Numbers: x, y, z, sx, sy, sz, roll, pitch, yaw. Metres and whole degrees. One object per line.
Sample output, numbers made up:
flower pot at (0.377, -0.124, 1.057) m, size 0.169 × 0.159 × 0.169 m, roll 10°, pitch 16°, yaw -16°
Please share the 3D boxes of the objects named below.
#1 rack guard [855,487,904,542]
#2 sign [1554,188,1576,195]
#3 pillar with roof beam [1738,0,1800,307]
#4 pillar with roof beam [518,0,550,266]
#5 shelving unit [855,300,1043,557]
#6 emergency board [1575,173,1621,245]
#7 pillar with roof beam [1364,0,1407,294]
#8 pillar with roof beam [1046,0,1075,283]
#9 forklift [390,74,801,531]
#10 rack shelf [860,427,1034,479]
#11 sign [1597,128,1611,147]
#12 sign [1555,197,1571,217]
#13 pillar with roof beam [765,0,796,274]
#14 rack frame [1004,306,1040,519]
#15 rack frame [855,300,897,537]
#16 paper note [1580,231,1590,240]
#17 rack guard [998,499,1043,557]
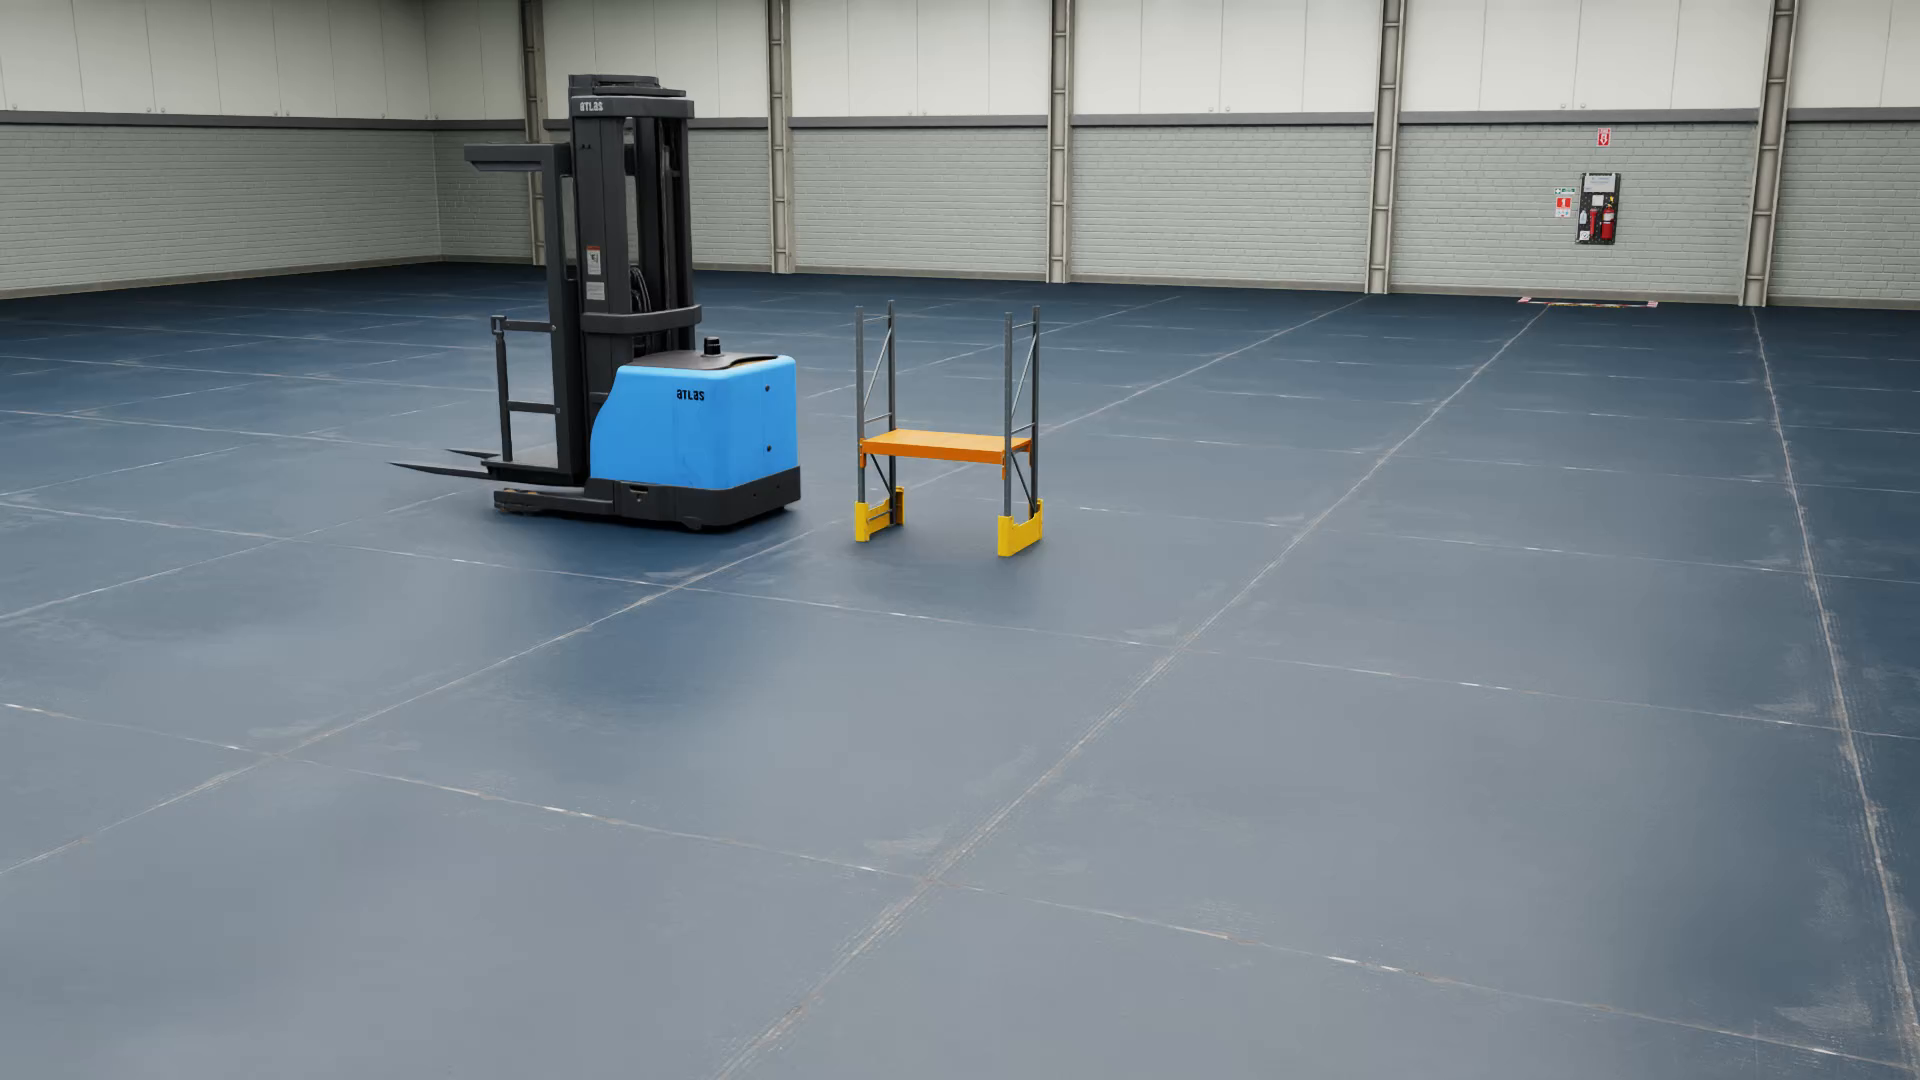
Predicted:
rack guard at (-0.525, -0.175, 10.953) m, size 0.087 × 0.250 × 0.587 m, roll 6°, pitch 14°, yaw 23°
sign at (10.141, -5.849, 27.875) m, size 0.331 × 0.109 × 0.001 m, roll 6°, pitch 14°, yaw 23°
pillar with roof beam at (11.105, -7.288, 22.114) m, size 0.400 × 9.000 × 9.100 m, roll 6°, pitch 14°, yaw 23°
pillar with roof beam at (-10.839, -9.508, 31.578) m, size 0.400 × 9.000 × 9.100 m, roll 6°, pitch 14°, yaw 23°
shelving unit at (-0.070, -0.737, 10.614) m, size 1.083 × 1.500 × 0.587 m, roll 6°, pitch 14°, yaw 23°
emergency board at (10.604, -5.503, 27.640) m, size 0.643 × 1.169 × 0.194 m, roll 6°, pitch 14°, yaw 23°
pillar with roof beam at (5.619, -7.843, 24.480) m, size 0.400 × 9.000 × 9.100 m, roll 6°, pitch 14°, yaw 23°
pillar with roof beam at (0.133, -8.398, 26.846) m, size 0.400 × 9.000 × 9.100 m, roll 6°, pitch 14°, yaw 23°
forklift at (-2.674, -1.696, 11.567) m, size 3.031 × 2.935 × 1.130 m, roll 6°, pitch 15°, yaw 25°
rack shelf at (-0.078, -0.563, 10.658) m, size 1.000 × 0.185 × 0.538 m, roll 6°, pitch 14°, yaw 23°
sign at (10.637, -6.653, 27.467) m, size 0.199 × 0.298 × 0.001 m, roll 6°, pitch 14°, yaw 23°
sign at (10.140, -5.593, 27.946) m, size 0.234 × 0.329 × 0.001 m, roll 6°, pitch 14°, yaw 23°
pillar with roof beam at (-5.353, -8.953, 29.212) m, size 0.400 × 9.000 × 9.100 m, roll 6°, pitch 14°, yaw 23°
rack frame at (0.387, -0.691, 10.417) m, size 0.032 × 1.500 × 0.500 m, roll 6°, pitch 14°, yaw 23°
rack frame at (-0.543, -0.785, 10.818) m, size 0.032 × 1.500 × 0.500 m, roll 6°, pitch 14°, yaw 23°
paper note at (10.470, -5.105, 27.872) m, size 0.142 × 0.148 × 0.016 m, roll 6°, pitch 14°, yaw 23°
rack guard at (0.386, -0.083, 10.560) m, size 0.087 × 0.250 × 0.587 m, roll 6°, pitch 14°, yaw 23°
